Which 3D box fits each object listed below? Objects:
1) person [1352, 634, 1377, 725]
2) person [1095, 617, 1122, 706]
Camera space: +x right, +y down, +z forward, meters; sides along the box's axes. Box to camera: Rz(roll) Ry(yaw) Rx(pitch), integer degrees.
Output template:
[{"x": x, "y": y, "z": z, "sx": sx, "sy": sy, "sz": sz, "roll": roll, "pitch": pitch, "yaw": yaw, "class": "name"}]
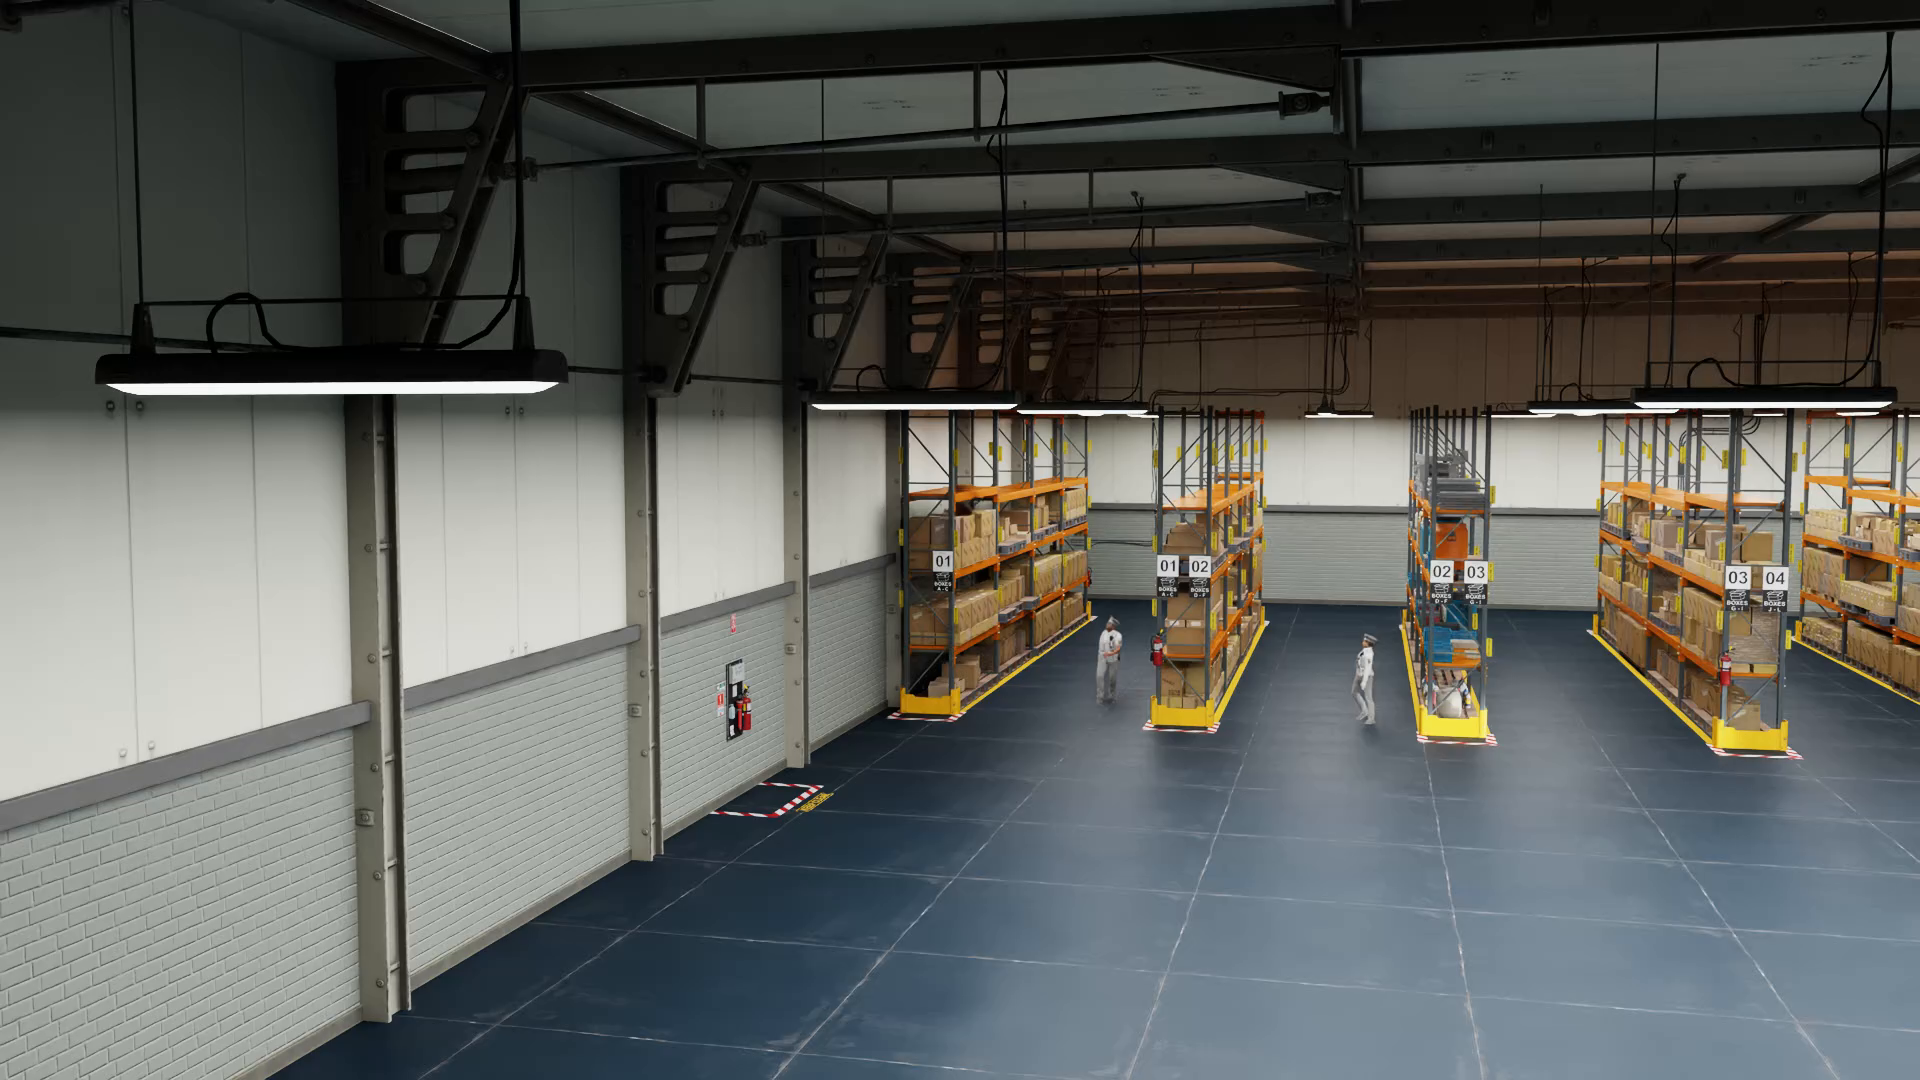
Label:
[{"x": 7.672, "y": 2.620, "z": 31.499, "sx": 0.400, "sy": 1.704, "sz": 0.617, "roll": -1, "pitch": 4, "yaw": -9, "class": "person"}, {"x": 3.045, "y": 2.445, "z": 33.829, "sx": 0.518, "sy": 1.773, "sz": 0.976, "roll": 1, "pitch": 4, "yaw": 15, "class": "person"}]
